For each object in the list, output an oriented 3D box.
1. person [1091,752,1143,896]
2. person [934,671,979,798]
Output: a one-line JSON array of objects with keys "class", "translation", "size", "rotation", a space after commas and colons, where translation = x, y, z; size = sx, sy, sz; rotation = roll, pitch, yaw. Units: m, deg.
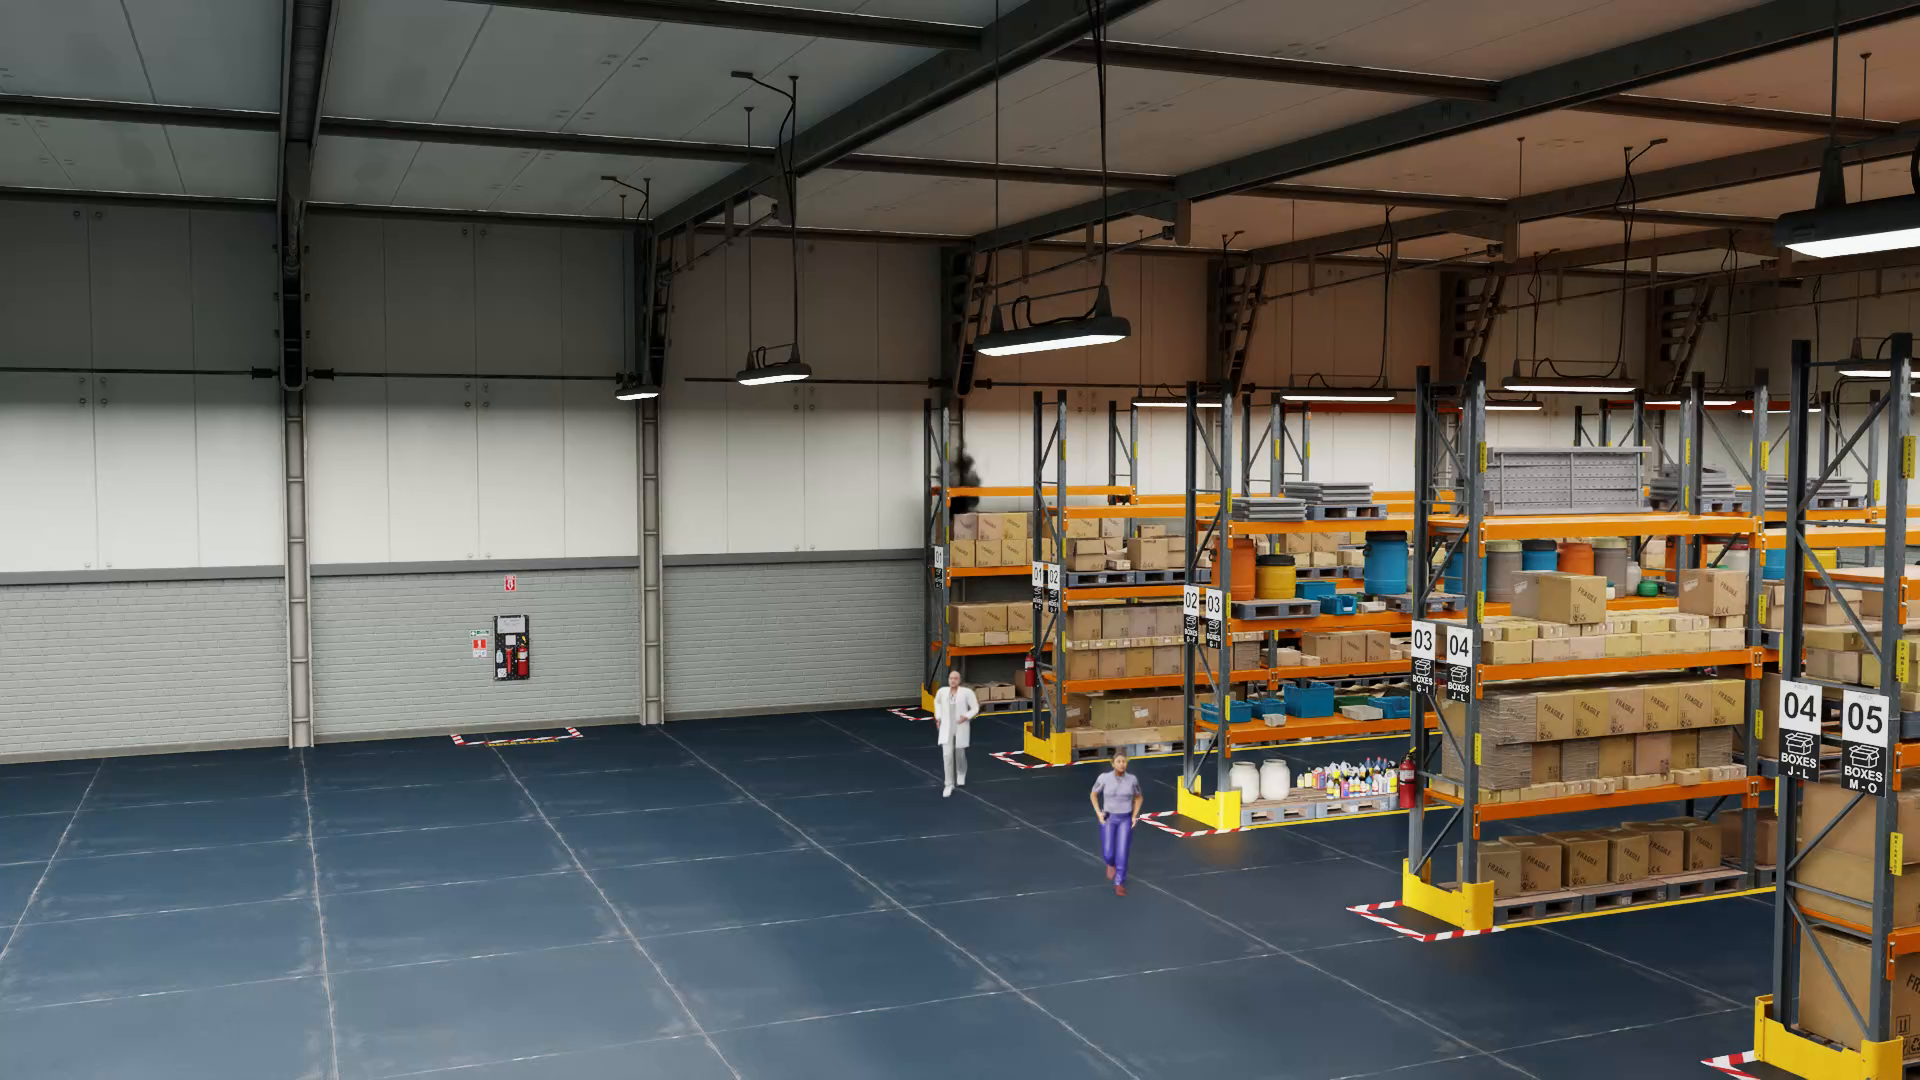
[{"class": "person", "translation": [1.808, 3.250, 19.132], "size": [0.602, 1.607, 0.538], "rotation": [0, 3, 0]}, {"class": "person", "translation": [-0.061, 2.869, 24.610], "size": [0.712, 1.716, 0.993], "rotation": [1, 3, 9]}]
